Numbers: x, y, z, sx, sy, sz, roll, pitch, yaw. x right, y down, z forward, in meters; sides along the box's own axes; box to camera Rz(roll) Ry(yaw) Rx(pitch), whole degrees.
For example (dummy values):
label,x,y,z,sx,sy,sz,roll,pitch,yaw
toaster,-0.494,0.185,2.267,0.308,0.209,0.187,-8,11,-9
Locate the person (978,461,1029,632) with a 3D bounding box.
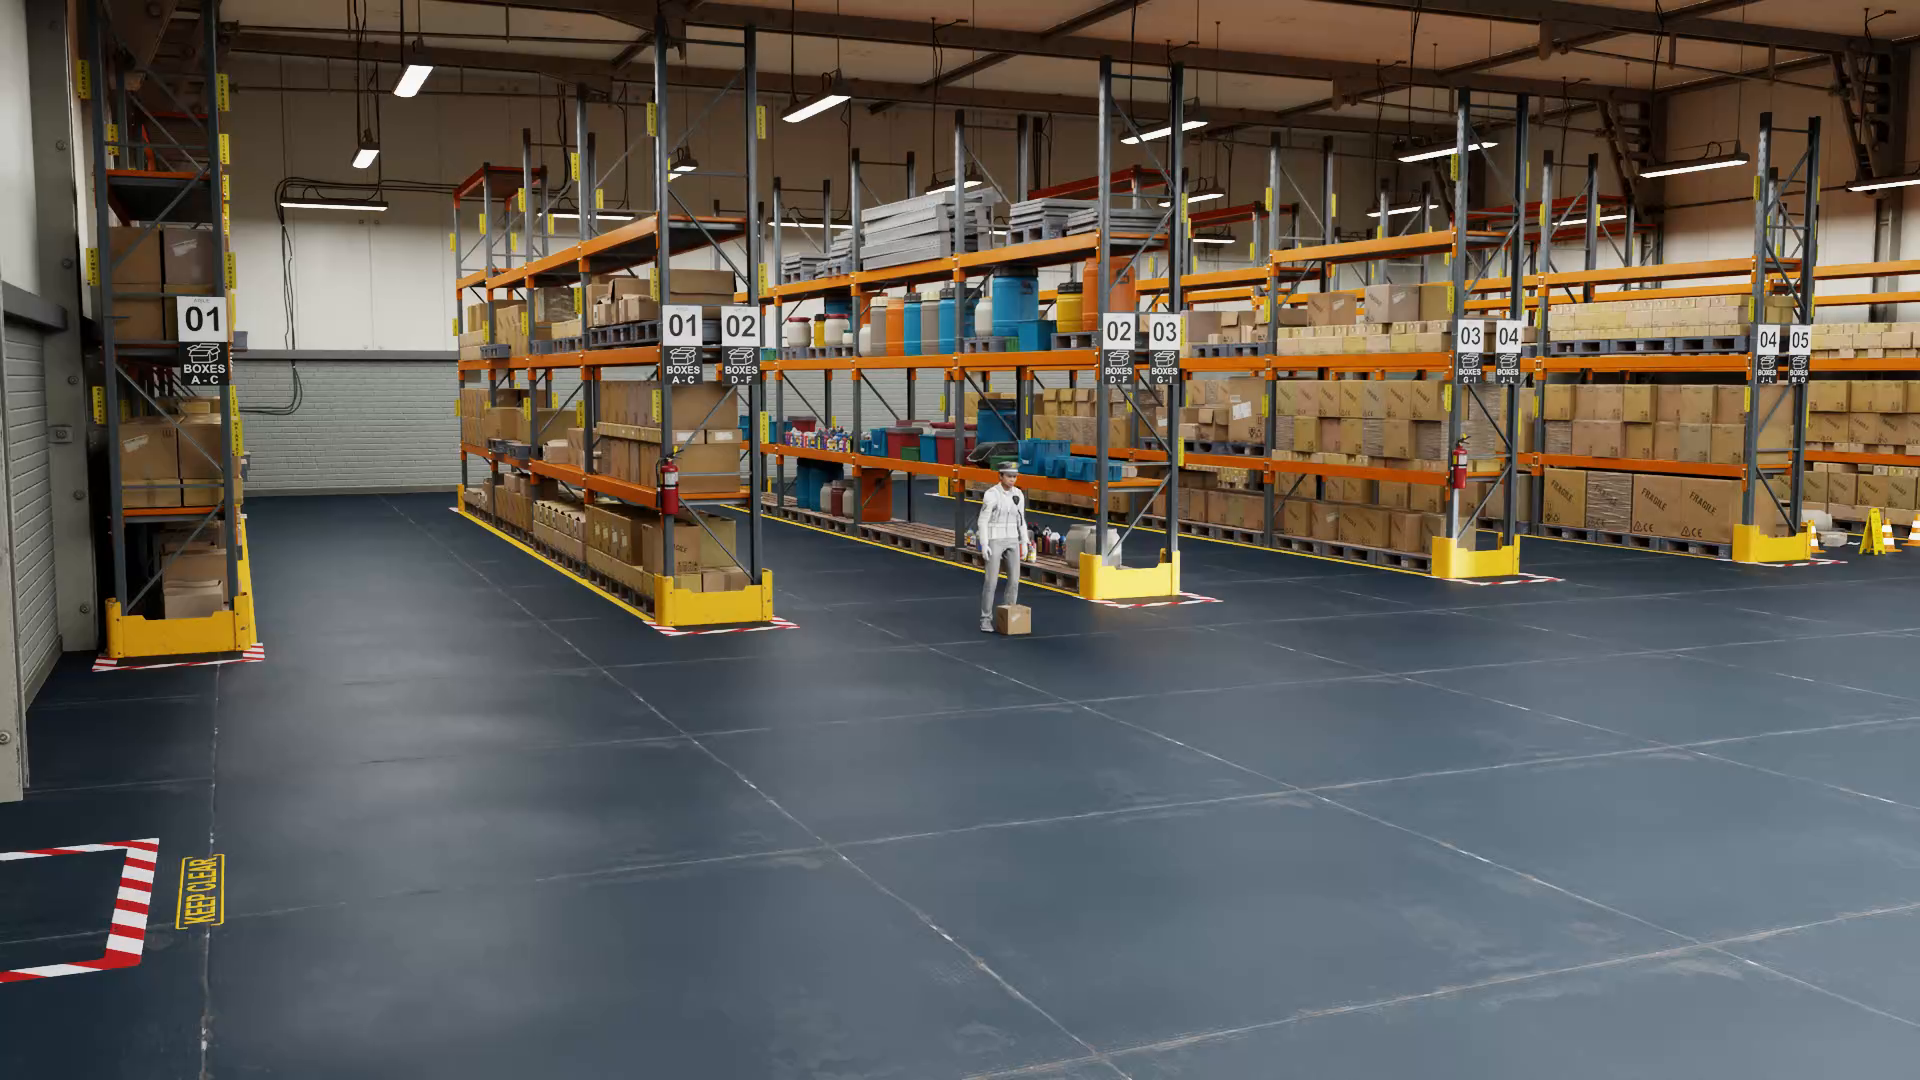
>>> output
label,x,y,z,sx,sy,sz,roll,pitch,yaw
person,0.438,0.054,16.401,0.547,1.667,0.408,-3,6,-27
